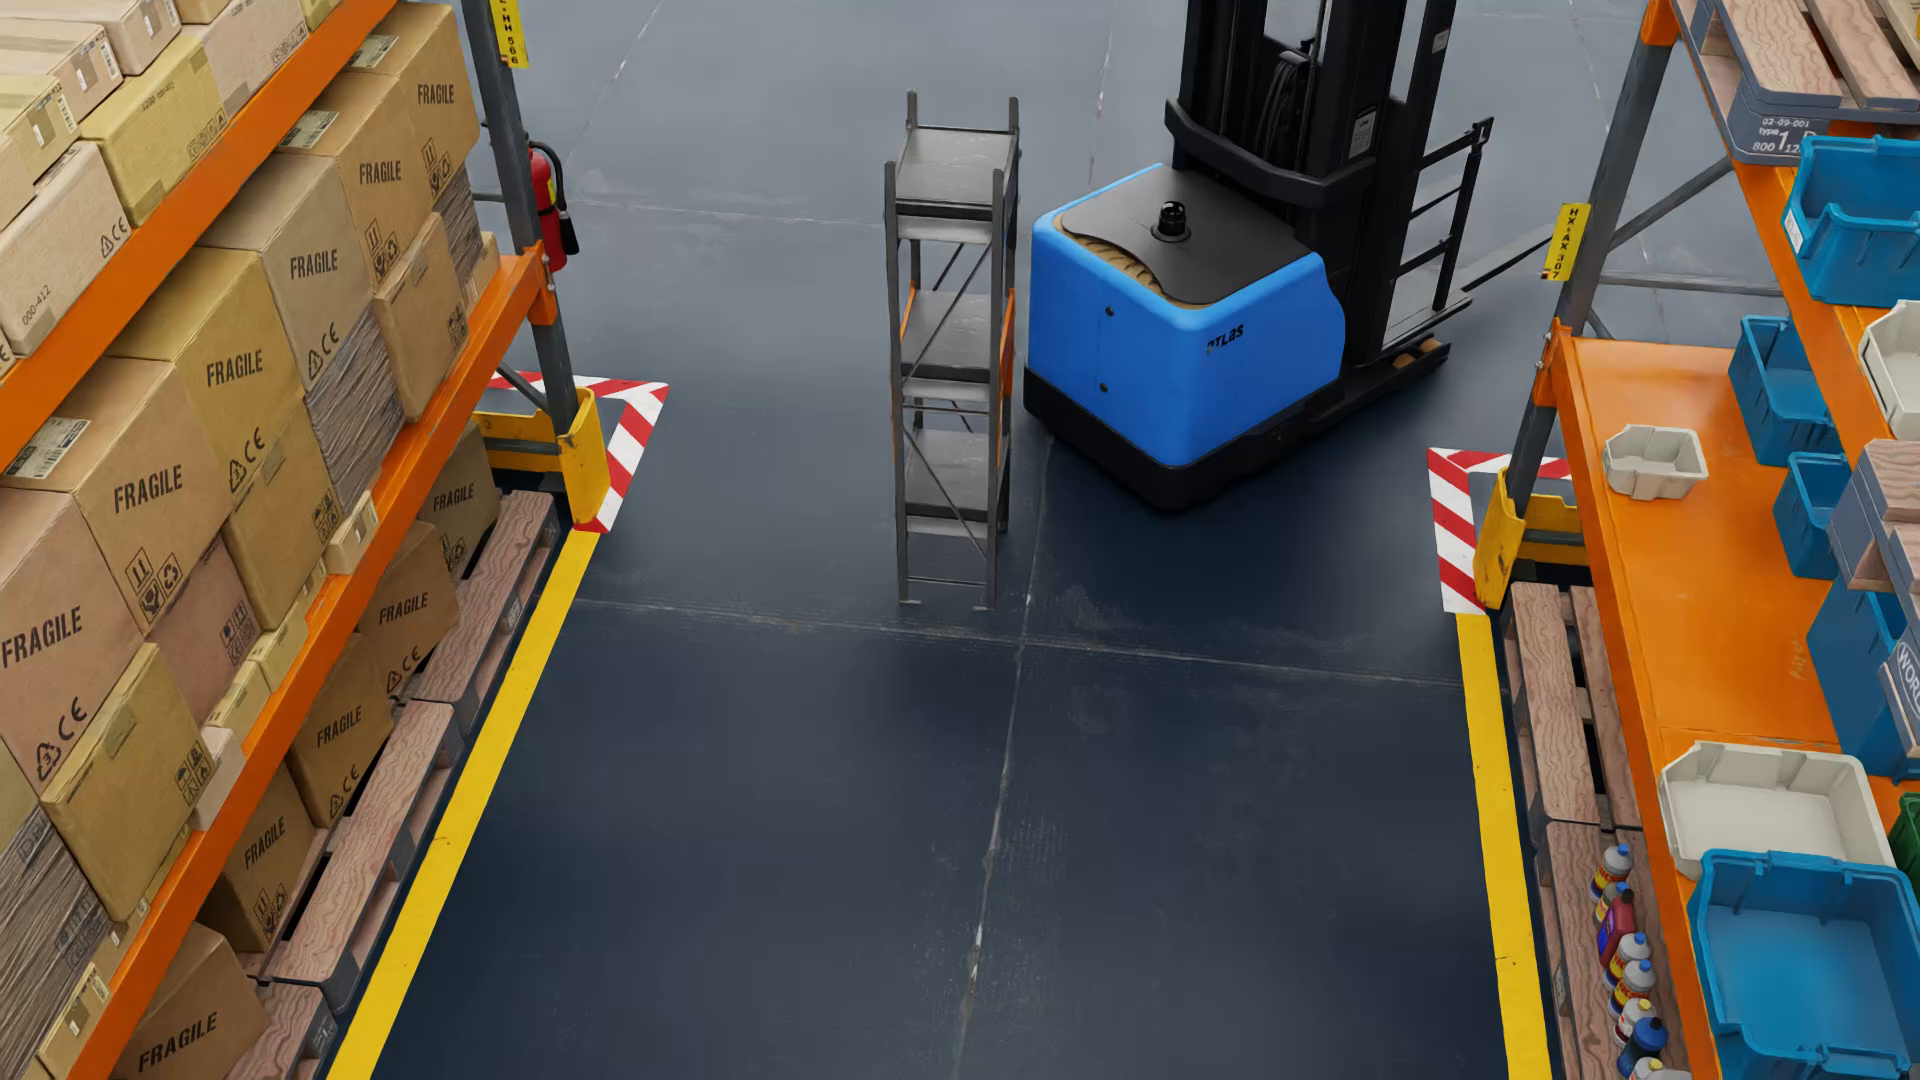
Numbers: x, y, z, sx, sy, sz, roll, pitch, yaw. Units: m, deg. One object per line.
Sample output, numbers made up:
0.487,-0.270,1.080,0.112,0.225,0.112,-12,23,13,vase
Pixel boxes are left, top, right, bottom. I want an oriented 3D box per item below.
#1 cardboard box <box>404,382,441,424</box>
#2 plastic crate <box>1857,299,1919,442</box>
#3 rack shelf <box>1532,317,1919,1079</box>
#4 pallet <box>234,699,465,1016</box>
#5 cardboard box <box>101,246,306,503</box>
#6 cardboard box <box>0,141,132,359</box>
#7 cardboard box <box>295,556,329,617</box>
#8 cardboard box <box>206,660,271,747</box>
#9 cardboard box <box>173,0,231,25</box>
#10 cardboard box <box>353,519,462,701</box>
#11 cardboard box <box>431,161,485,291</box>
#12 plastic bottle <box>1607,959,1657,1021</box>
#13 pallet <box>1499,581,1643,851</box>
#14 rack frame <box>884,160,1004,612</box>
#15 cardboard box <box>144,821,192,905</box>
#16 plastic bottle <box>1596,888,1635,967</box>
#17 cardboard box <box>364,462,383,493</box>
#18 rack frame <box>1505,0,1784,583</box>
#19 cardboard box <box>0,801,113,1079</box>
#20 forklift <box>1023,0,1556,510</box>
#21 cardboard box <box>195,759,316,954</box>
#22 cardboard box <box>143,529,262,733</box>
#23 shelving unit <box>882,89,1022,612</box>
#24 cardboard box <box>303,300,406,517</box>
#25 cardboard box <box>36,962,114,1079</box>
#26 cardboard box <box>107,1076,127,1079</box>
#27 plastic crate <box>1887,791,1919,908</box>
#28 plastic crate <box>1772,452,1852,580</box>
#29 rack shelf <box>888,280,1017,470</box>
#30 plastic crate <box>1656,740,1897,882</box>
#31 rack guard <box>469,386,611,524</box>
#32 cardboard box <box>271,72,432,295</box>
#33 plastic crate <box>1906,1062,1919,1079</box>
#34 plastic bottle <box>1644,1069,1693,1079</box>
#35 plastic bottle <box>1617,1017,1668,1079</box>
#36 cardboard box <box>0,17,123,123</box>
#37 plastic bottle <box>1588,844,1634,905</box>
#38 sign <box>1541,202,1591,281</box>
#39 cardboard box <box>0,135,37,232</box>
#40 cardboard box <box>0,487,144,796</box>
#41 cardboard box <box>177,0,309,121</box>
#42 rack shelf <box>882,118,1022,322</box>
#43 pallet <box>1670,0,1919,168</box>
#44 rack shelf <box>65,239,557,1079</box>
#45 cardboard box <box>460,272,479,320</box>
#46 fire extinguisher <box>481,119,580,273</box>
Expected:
-2.066,-0.557,5.862,0.380,0.149,0.250,5,44,6,cardboard box
2.023,-0.324,3.442,0.243,0.136,0.396,5,44,6,plastic crate
2.476,0.699,4.876,1.077,0.370,4.000,5,44,6,rack shelf
-2.486,1.068,5.991,1.003,0.211,1.213,5,44,6,pallet
-2.200,-0.464,4.564,0.500,0.500,0.500,5,44,6,cardboard box
-2.244,-0.666,3.722,0.500,0.250,0.500,4,44,4,cardboard box
-2.198,0.124,5.142,0.380,0.149,0.250,5,44,6,cardboard box
-2.231,0.468,4.779,0.380,0.149,0.250,5,44,6,cardboard box
-2.076,-1.452,4.261,0.380,0.149,0.250,3,44,3,cardboard box
-2.314,0.214,6.377,0.500,0.500,0.500,16,46,16,cardboard box
-2.269,-1.148,6.014,0.875,0.500,0.500,5,44,6,cardboard box
2.133,1.415,5.261,0.097,0.271,0.097,0,43,0,plastic bottle
2.664,0.696,6.383,1.003,0.211,1.213,5,44,6,pallet
-0.054,-0.483,6.255,0.400,2.100,0.015,5,44,6,rack frame
-2.296,0.809,4.419,0.380,0.149,0.250,5,44,6,cardboard box
2.144,1.261,5.414,0.061,0.283,0.133,6,44,6,plastic bottle
-2.151,-0.218,5.504,0.380,0.149,0.250,5,44,6,cardboard box
2.740,-0.926,6.068,1.000,3.000,0.127,5,44,6,rack frame
-2.577,0.905,3.846,0.875,0.500,0.500,5,44,6,cardboard box
1.758,-2.051,7.306,3.031,2.935,1.130,-29,51,-27,forklift
-2.533,1.015,5.531,0.500,0.500,0.500,2,43,2,cardboard box
-2.510,0.217,4.572,0.875,0.500,0.500,5,44,6,cardboard box
-0.022,-0.650,6.431,0.431,2.100,0.503,5,44,6,shelving unit
-2.325,-0.459,5.286,0.875,0.500,0.500,5,44,6,cardboard box
-2.326,1.153,4.055,0.380,0.149,0.250,5,44,6,cardboard box
-2.606,1.837,4.664,0.500,0.500,0.500,4,44,4,cardboard box
2.671,0.978,4.212,0.450,0.188,0.662,5,44,6,plastic crate
2.879,-0.061,5.263,0.499,0.251,0.408,5,44,6,plastic crate
-0.022,-0.640,6.440,0.431,0.518,0.480,5,44,6,rack shelf
2.175,0.767,4.473,0.530,0.136,0.437,5,44,6,plastic crate
-2.179,-0.416,7.348,1.175,0.500,0.348,5,44,6,rack guard
-2.057,-1.145,5.283,0.500,0.500,0.500,5,44,6,cardboard box
2.407,1.478,3.575,0.767,0.338,0.504,5,44,6,plastic crate
2.104,1.703,4.953,0.152,0.276,0.135,6,44,6,plastic bottle
2.106,1.553,5.115,0.097,0.271,0.097,0,43,0,plastic bottle
-2.214,-1.093,3.883,0.380,0.149,0.250,6,44,7,cardboard box
2.192,1.113,5.580,0.097,0.271,0.097,0,43,0,plastic bottle
2.195,-1.079,6.029,0.100,0.325,0.005,5,44,6,sign
-2.214,-0.738,3.507,0.380,0.149,0.250,4,44,5,cardboard box
-2.322,0.218,3.844,0.500,0.500,0.500,5,44,6,cardboard box
-2.120,-1.370,4.465,0.500,0.250,0.500,6,44,6,cardboard box
-0.022,-1.148,5.959,0.431,0.518,0.480,5,44,6,rack shelf
2.534,-1.391,4.516,1.003,0.211,1.213,5,44,6,pallet
-2.434,0.249,5.351,1.077,0.370,4.000,5,44,6,rack shelf
-2.036,-0.901,6.225,0.380,0.149,0.250,5,44,6,cardboard box
-1.697,-1.384,6.608,0.296,0.674,0.183,5,44,6,fire extinguisher
